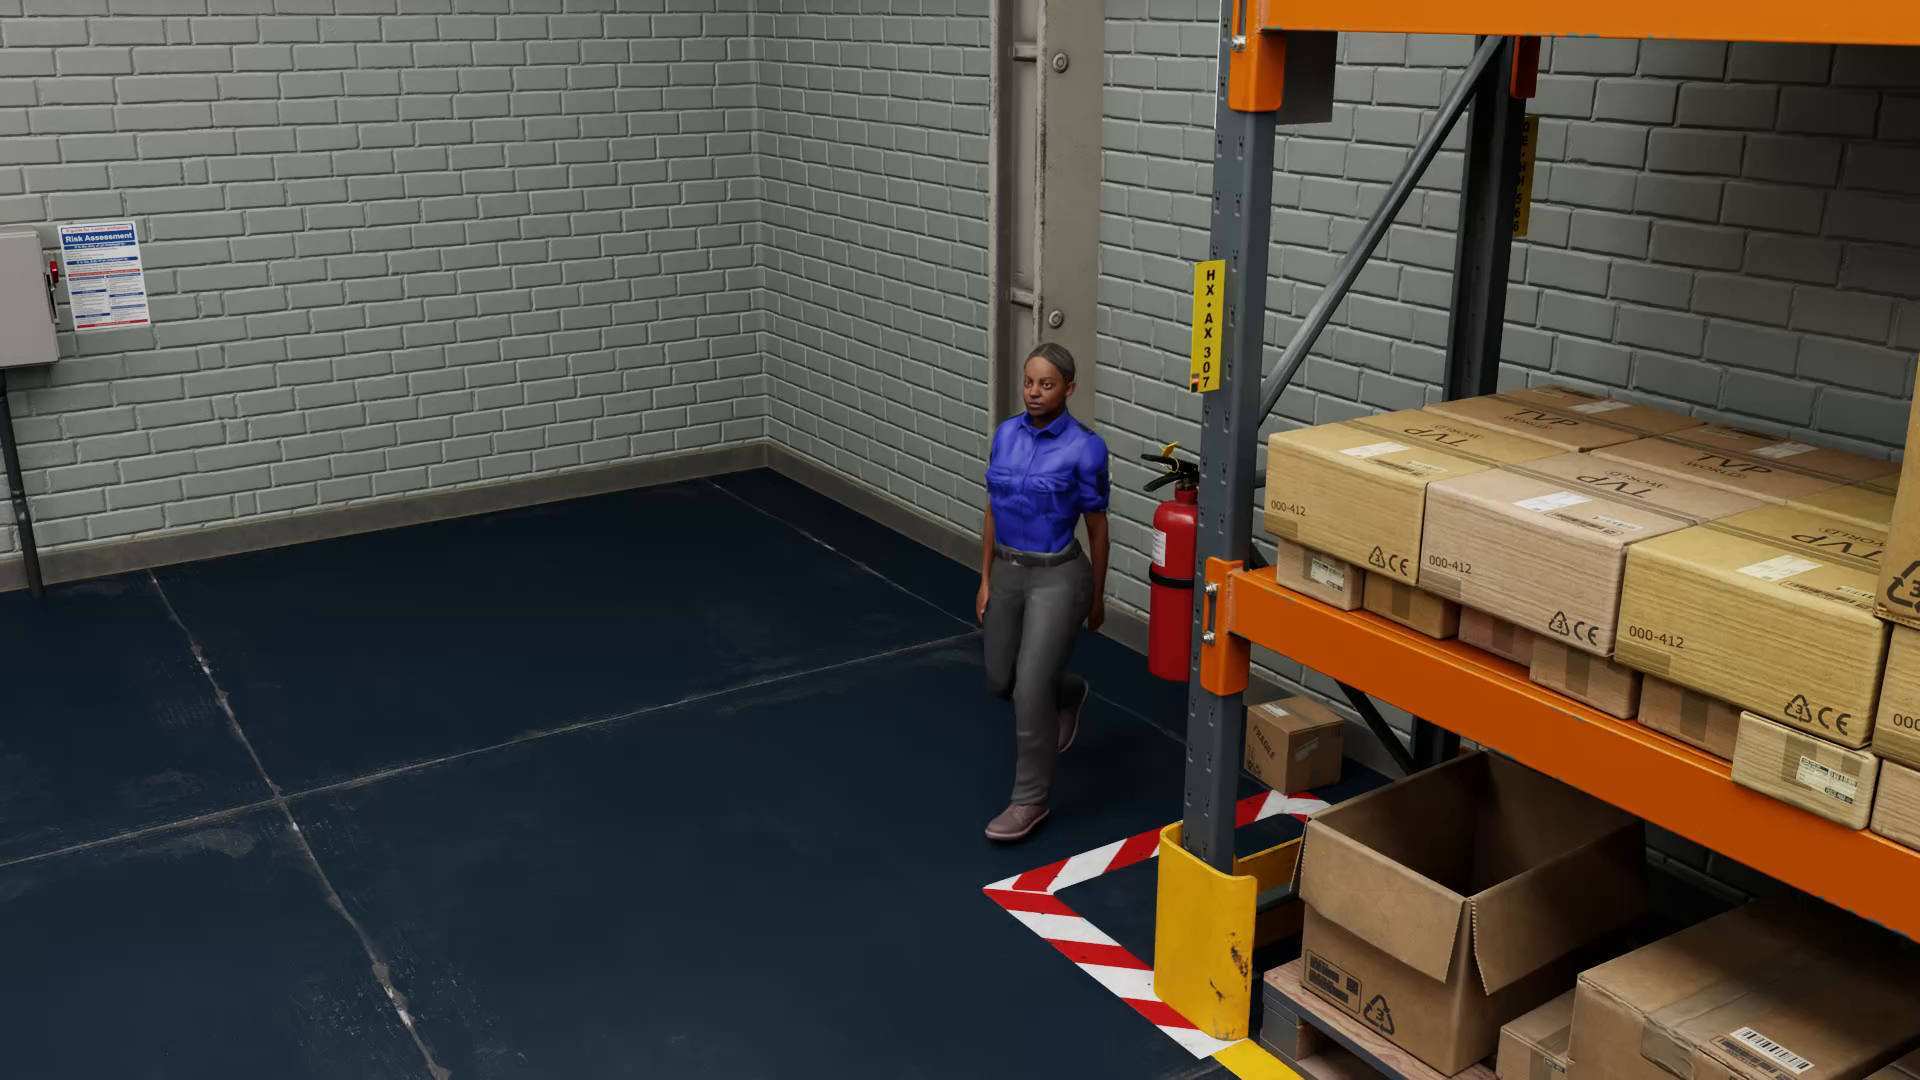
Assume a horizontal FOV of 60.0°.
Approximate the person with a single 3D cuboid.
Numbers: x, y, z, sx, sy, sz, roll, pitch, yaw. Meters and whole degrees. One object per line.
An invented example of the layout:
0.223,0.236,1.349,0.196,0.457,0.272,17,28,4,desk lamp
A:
0.300,0.133,5.628,0.431,1.626,0.785,14,23,36,person
